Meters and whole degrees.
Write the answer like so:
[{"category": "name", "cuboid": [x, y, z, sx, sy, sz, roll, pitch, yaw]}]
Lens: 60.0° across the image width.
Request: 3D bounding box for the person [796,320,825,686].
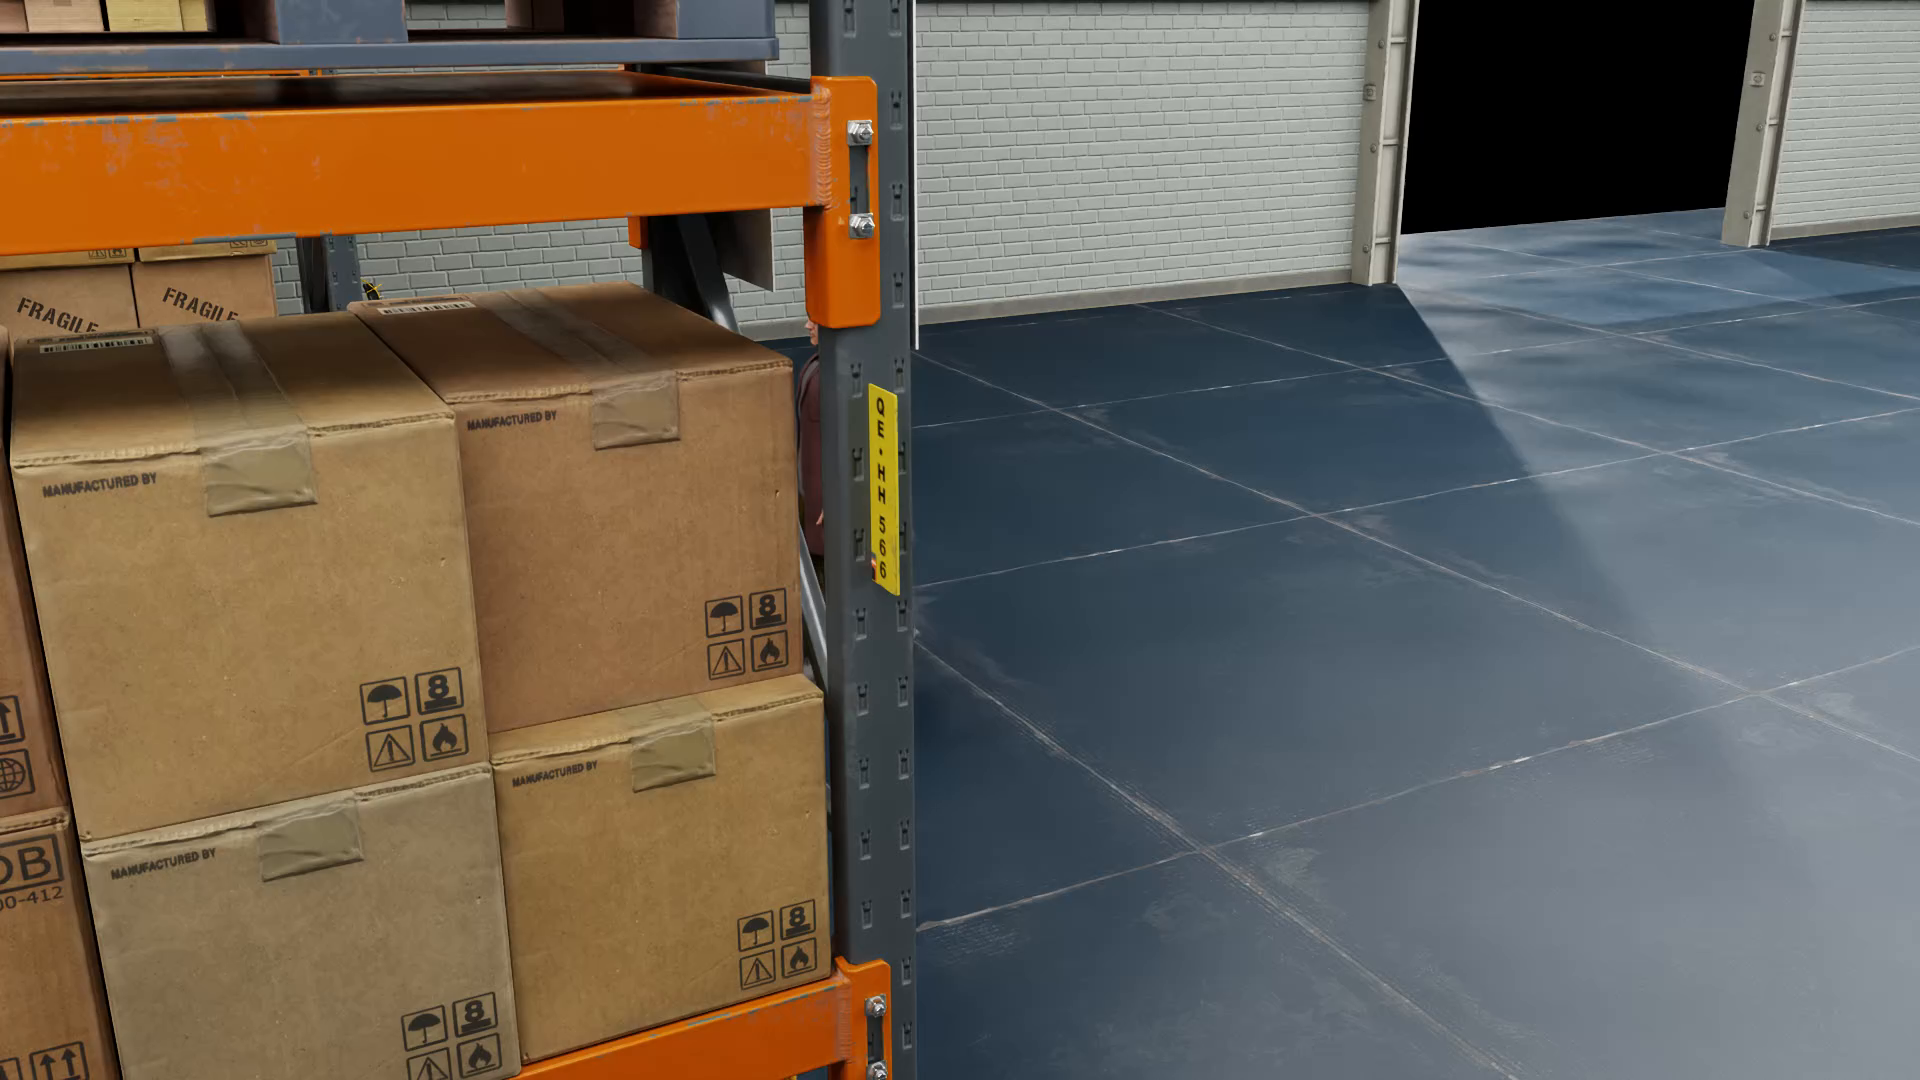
[{"category": "person", "cuboid": [-0.682, -0.196, 7.167, 0.631, 1.785, 0.591, -5, 19, -15]}]
